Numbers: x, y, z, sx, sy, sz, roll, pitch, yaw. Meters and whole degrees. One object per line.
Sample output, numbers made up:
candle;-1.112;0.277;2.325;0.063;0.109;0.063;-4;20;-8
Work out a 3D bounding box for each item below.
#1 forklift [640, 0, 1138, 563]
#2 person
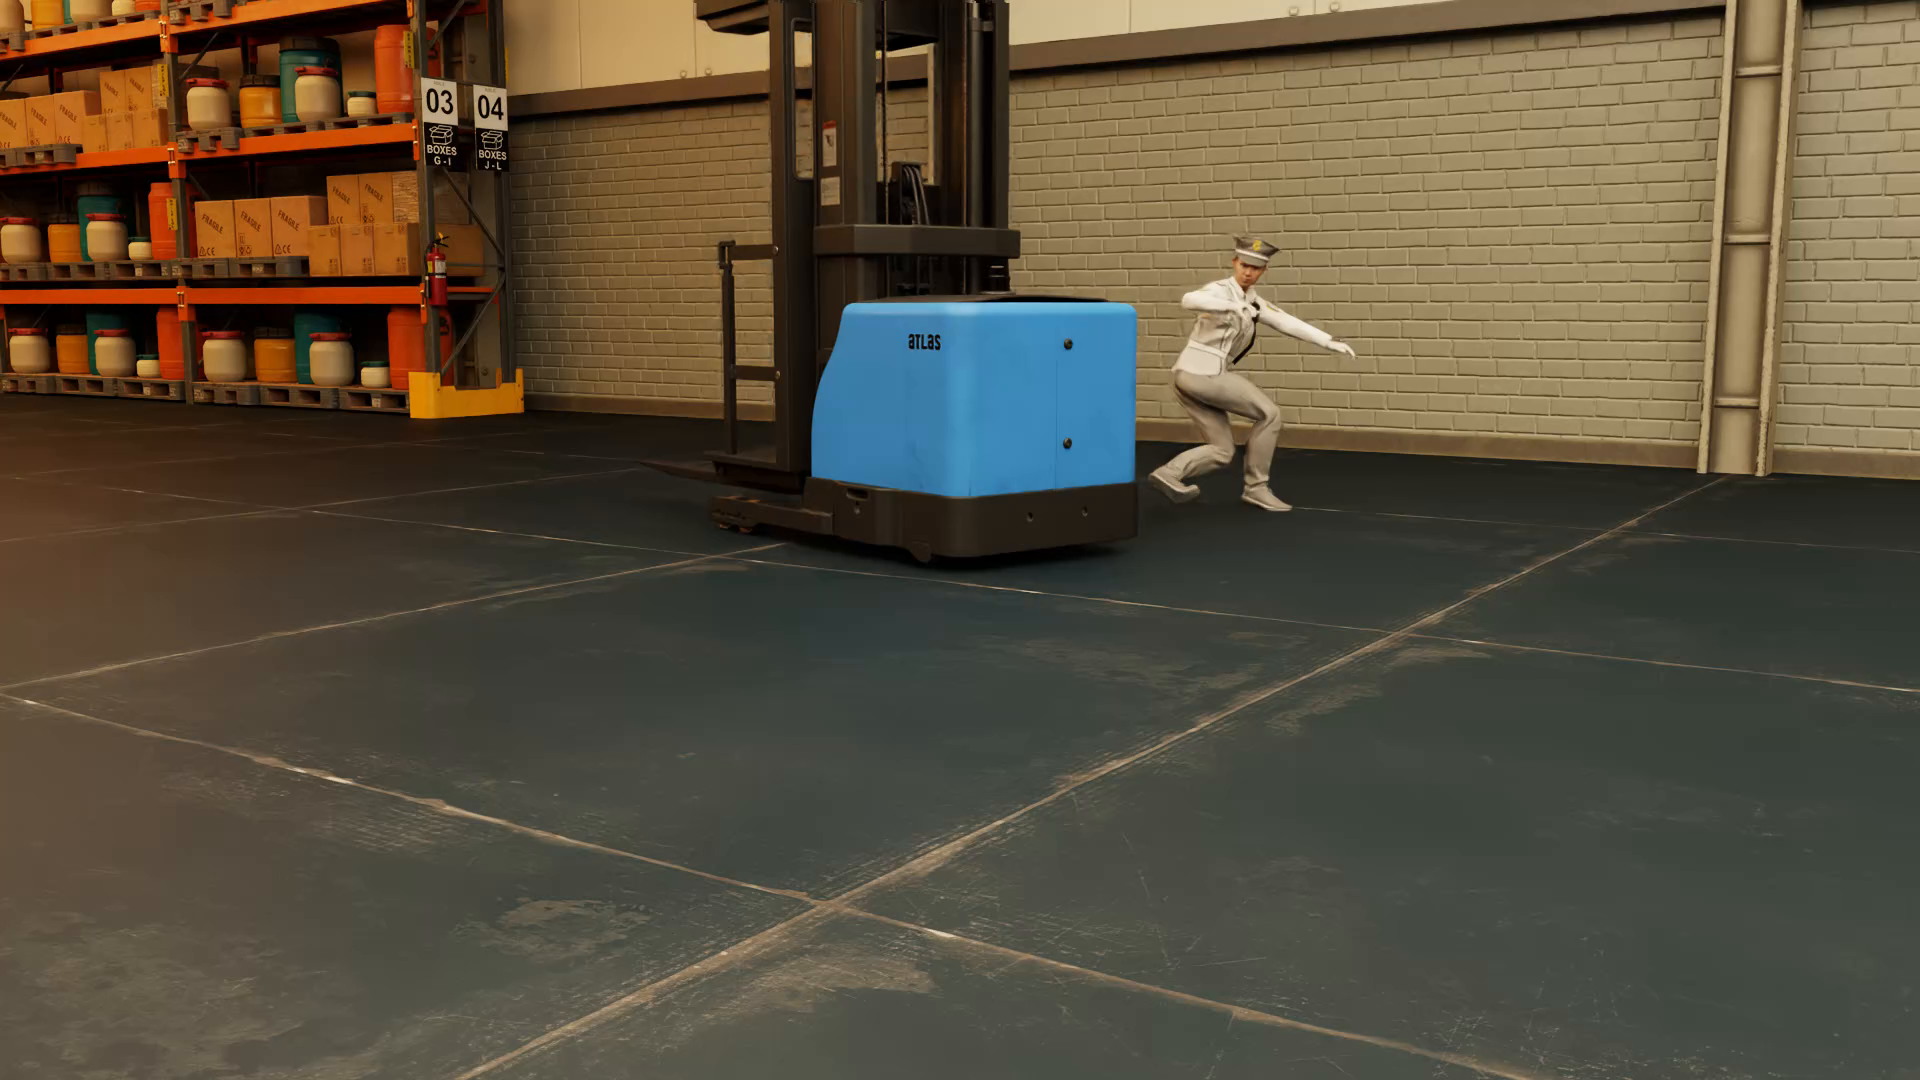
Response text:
forklift;-0.537;-1.517;7.863;1.130;2.935;3.031;-6;10;-38
person;1.502;-0.830;8.513;1.065;1.440;0.791;1;8;5
